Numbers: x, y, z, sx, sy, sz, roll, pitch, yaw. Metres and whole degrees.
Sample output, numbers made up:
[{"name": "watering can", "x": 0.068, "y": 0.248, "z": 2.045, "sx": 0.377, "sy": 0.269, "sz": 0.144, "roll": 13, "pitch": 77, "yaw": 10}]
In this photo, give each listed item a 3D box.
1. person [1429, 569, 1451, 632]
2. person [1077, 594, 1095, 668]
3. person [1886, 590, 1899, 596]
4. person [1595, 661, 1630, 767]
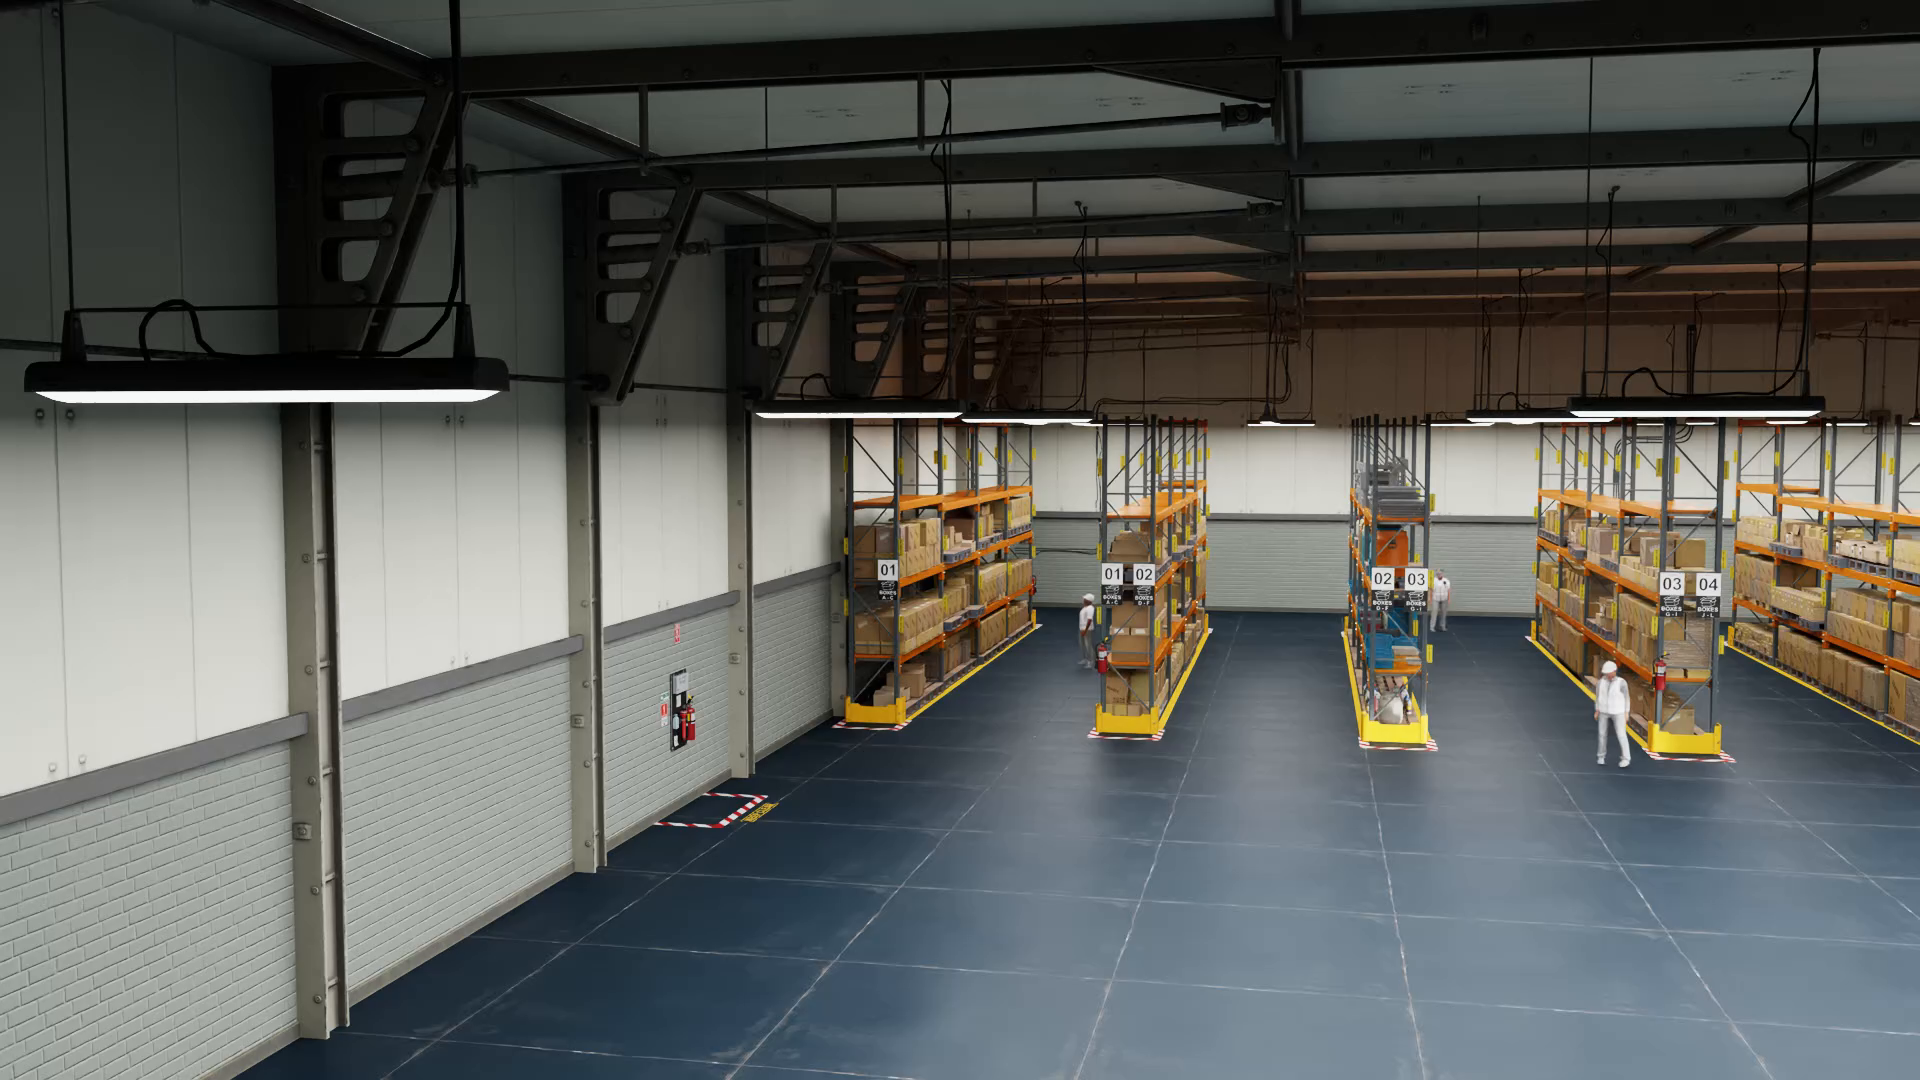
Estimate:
[{"name": "person", "x": 13.602, "y": 1.708, "z": 47.149, "sx": 0.596, "sy": 1.782, "sz": 0.541, "roll": 1, "pitch": 4, "yaw": 12}, {"name": "person", "x": 3.038, "y": 2.186, "z": 40.138, "sx": 0.456, "sy": 1.793, "sz": 0.606, "roll": -2, "pitch": 4, "yaw": -22}, {"name": "person", "x": 25.223, "y": 1.871, "z": 45.033, "sx": 0.467, "sy": 1.674, "sz": 0.488, "roll": 0, "pitch": 4, "yaw": -1}, {"name": "person", "x": 11.124, "y": 2.944, "z": 28.369, "sx": 0.609, "sy": 1.769, "sz": 0.410, "roll": 3, "pitch": 5, "yaw": 42}]
